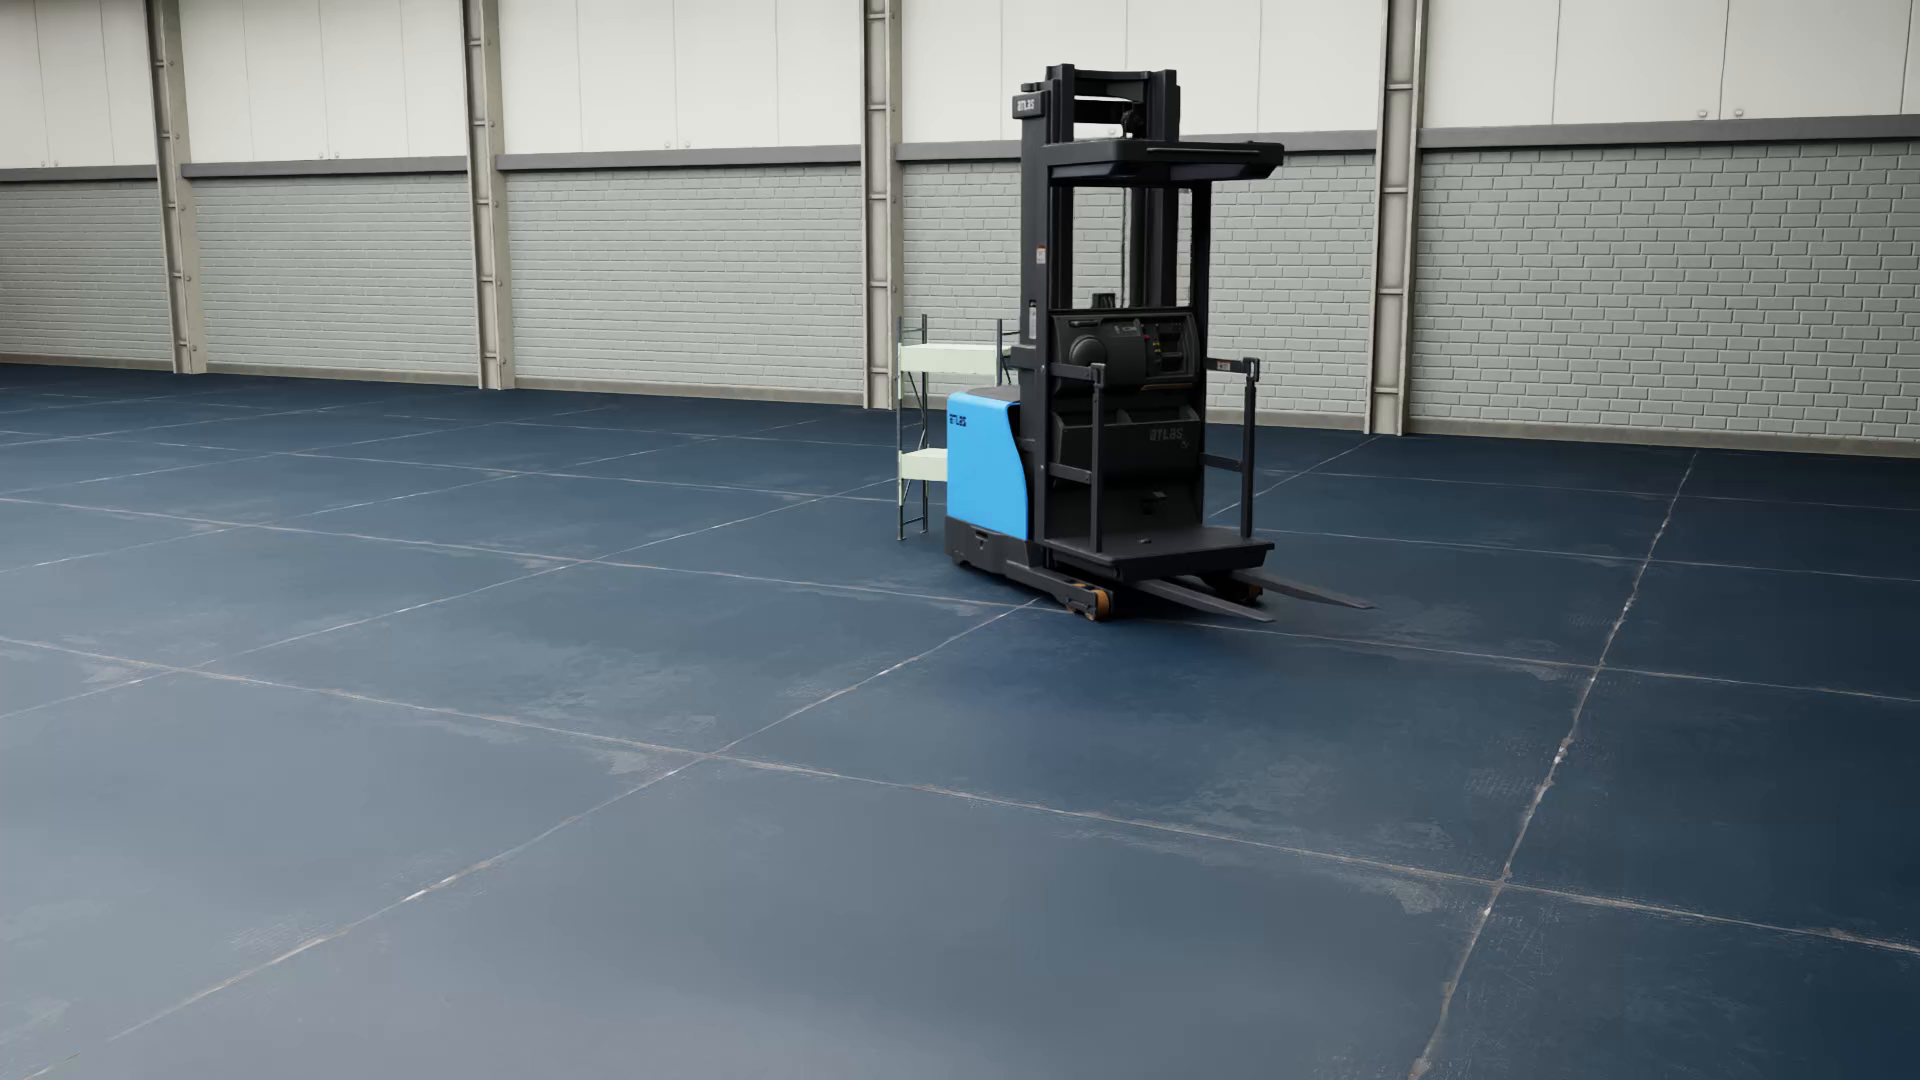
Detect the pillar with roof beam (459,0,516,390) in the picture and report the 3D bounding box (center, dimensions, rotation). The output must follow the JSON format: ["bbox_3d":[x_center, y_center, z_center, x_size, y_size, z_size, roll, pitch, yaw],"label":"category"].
[{"bbox_3d":[-8.203,-5.807,18.046,0.400,9.000,9.100,5,11,26],"label":"pillar with roof beam"}]

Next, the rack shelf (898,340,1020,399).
[{"bbox_3d":[0.006,-1.122,11.024,0.720,0.370,0.431,5,11,26],"label":"rack shelf"}]

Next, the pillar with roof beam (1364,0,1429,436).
[{"bbox_3d":[2.558,-4.861,12.821,0.400,9.000,9.100,5,11,26],"label":"pillar with roof beam"}]

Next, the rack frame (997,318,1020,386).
[{"bbox_3d":[0.334,-0.709,10.934,0.023,1.500,0.400,5,11,26],"label":"rack frame"}]

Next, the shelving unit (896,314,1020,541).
[{"bbox_3d":[0.006,-0.737,11.094,0.755,1.500,0.431,5,11,26],"label":"shelving unit"}]

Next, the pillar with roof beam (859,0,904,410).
[{"bbox_3d":[-2.823,-5.334,15.434,0.400,9.000,9.100,5,11,26],"label":"pillar with roof beam"}]

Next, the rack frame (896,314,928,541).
[{"bbox_3d":[-0.322,-0.766,11.253,0.023,1.500,0.400,5,11,26],"label":"rack frame"}]

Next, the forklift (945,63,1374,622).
[{"bbox_3d":[1.038,-1.106,9.110,1.130,2.935,3.031,-5,12,-27],"label":"forklift"}]

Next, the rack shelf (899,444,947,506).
[{"bbox_3d":[0.006,-0.417,11.152,0.720,0.370,0.431,5,11,26],"label":"rack shelf"}]

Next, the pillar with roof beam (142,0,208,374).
[{"bbox_3d":[-13.584,-6.279,20.659,0.400,9.000,9.100,5,11,26],"label":"pillar with roof beam"}]
